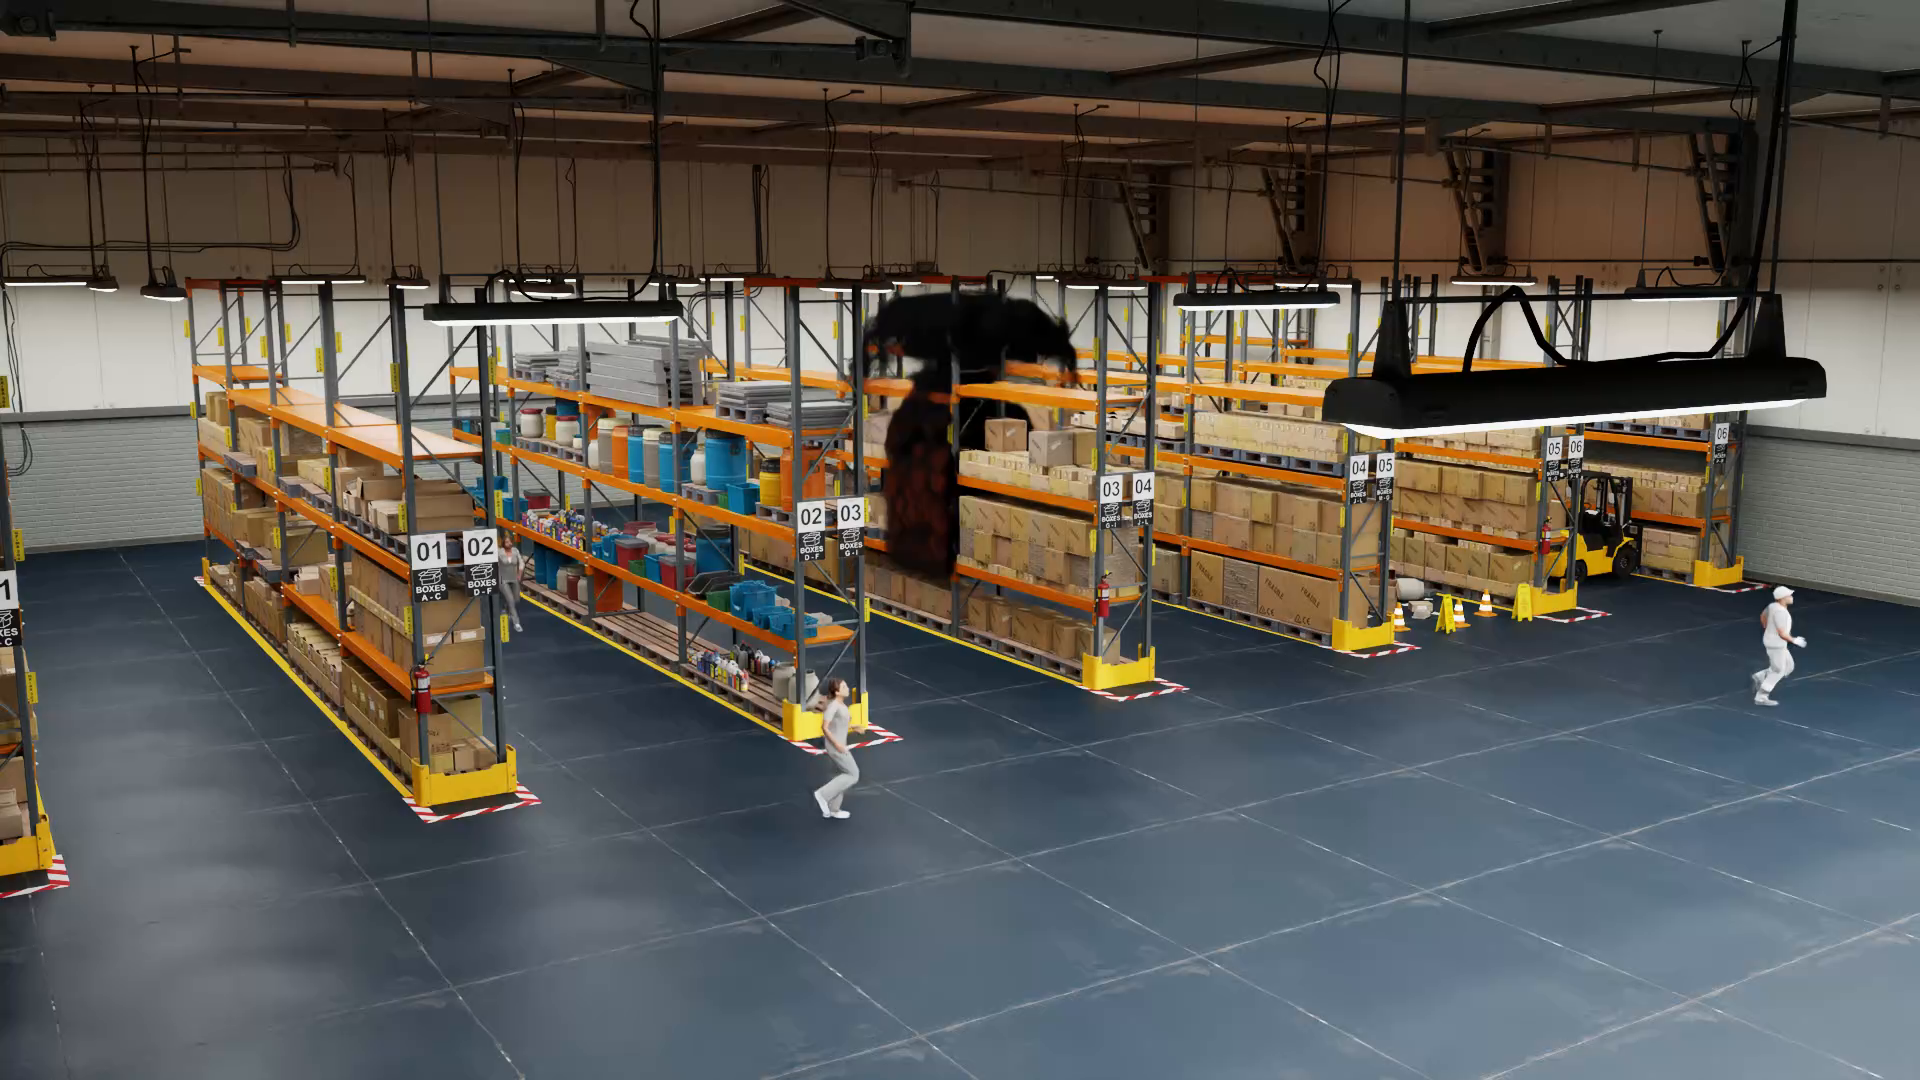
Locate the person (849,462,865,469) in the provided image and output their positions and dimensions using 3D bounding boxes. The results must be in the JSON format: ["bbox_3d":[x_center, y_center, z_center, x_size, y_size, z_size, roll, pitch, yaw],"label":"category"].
[{"bbox_3d":[-2.570,-1.461,41.995,0.787,1.659,0.745,-4,10,-21],"label":"person"}]

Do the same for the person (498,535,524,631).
[{"bbox_3d":[-7.464,0.741,27.477,0.559,1.492,0.612,-6,11,-31],"label":"person"}]

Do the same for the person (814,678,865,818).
[{"bbox_3d":[-1.380,2.371,19.031,0.579,1.637,0.555,0,10,-3],"label":"person"}]

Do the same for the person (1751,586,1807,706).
[{"bbox_3d":[11.718,1.513,23.783,0.656,1.742,0.699,3,10,18],"label":"person"}]
